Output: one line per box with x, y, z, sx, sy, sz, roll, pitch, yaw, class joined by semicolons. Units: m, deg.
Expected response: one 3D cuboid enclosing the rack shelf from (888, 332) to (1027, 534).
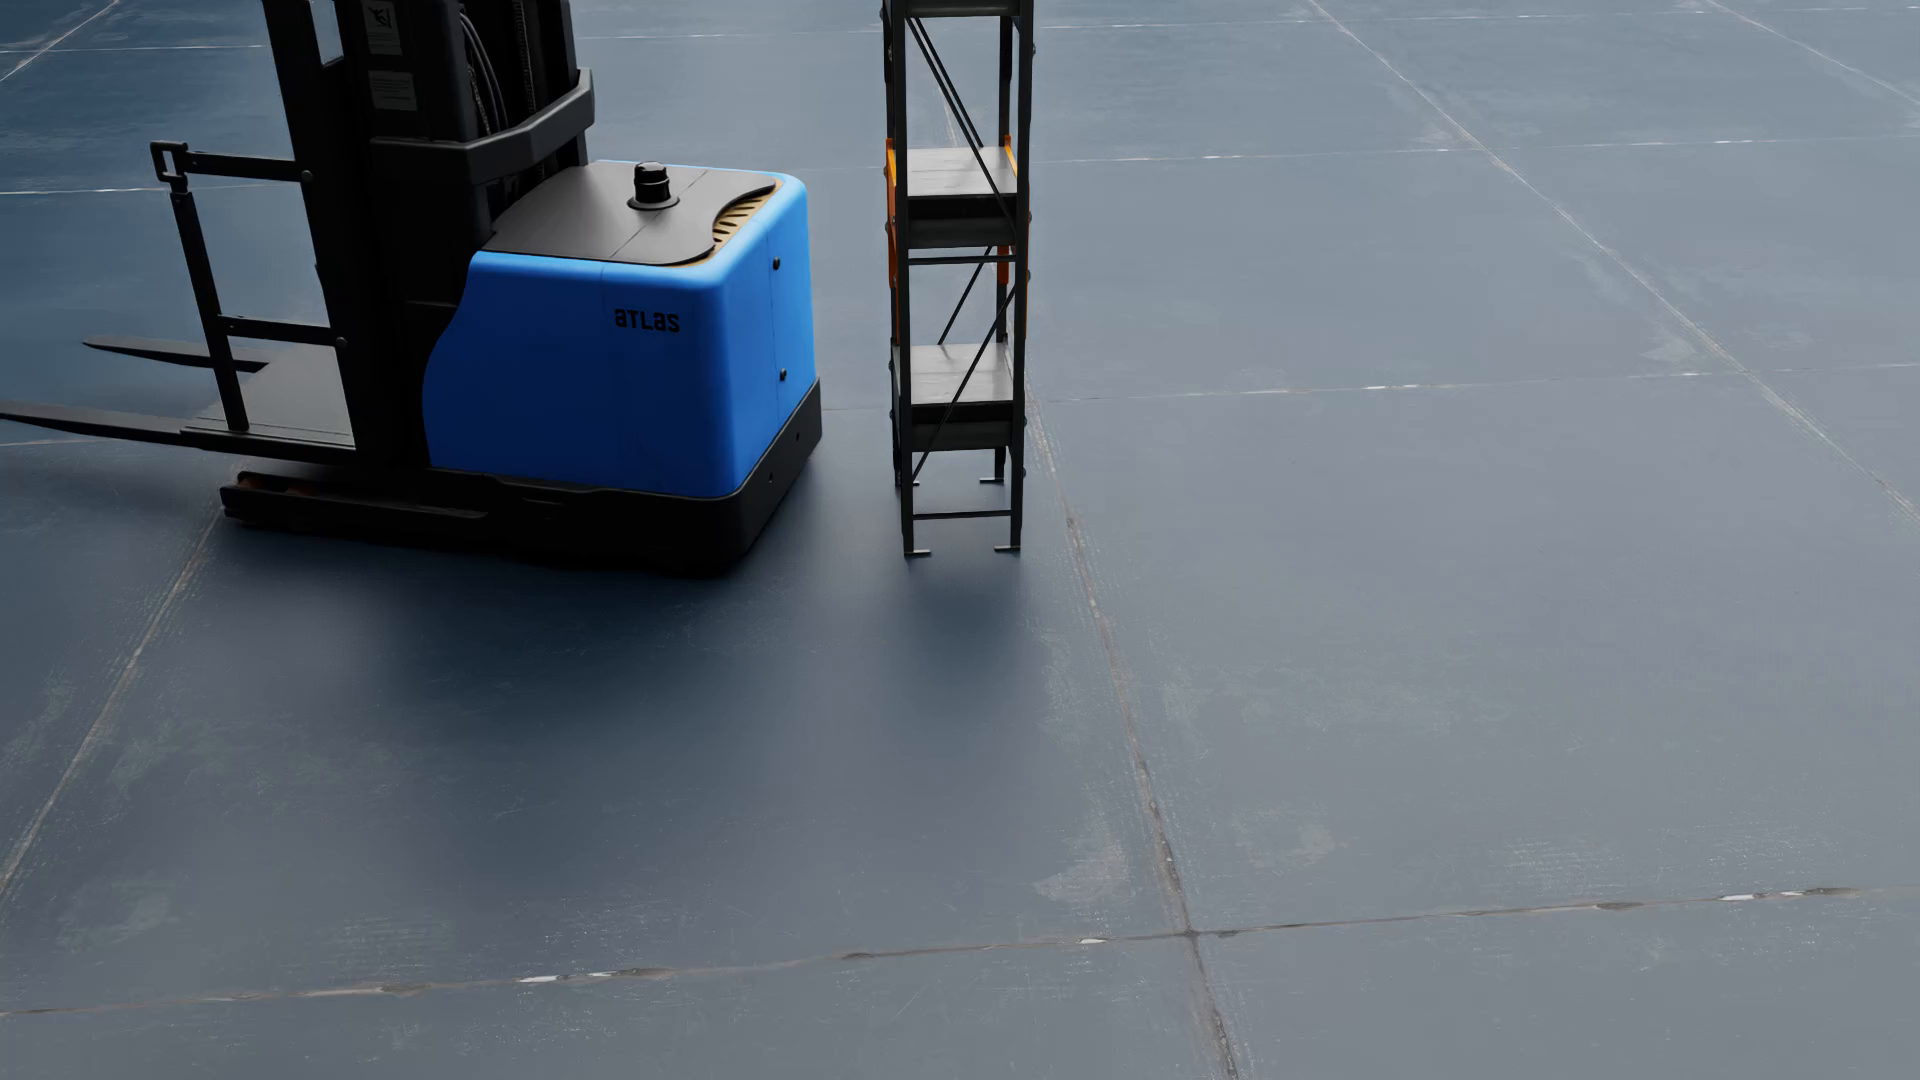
-0.015;-0.373;5.719;0.431;0.518;0.480;-3;31;-5;rack shelf

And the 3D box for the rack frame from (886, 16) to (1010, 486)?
-0.038;-1.111;5.562;0.400;2.100;0.015;-3;31;-5;rack frame

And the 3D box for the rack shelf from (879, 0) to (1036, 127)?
-0.015;-1.575;5.001;0.431;0.518;0.480;-3;31;-5;rack shelf

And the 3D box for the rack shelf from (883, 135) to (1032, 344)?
-0.015;-0.974;5.360;0.431;0.518;0.480;-3;31;-5;rack shelf

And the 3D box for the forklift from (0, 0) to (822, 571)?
-2.091;-1.544;5.476;3.031;2.935;1.130;7;32;11;forklift

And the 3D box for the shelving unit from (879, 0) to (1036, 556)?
-0.015;-0.986;5.353;0.431;2.100;0.503;-3;31;-5;shelving unit

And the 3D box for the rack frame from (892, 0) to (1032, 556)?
0.007;-0.861;5.144;0.400;2.100;0.015;-3;31;-5;rack frame
